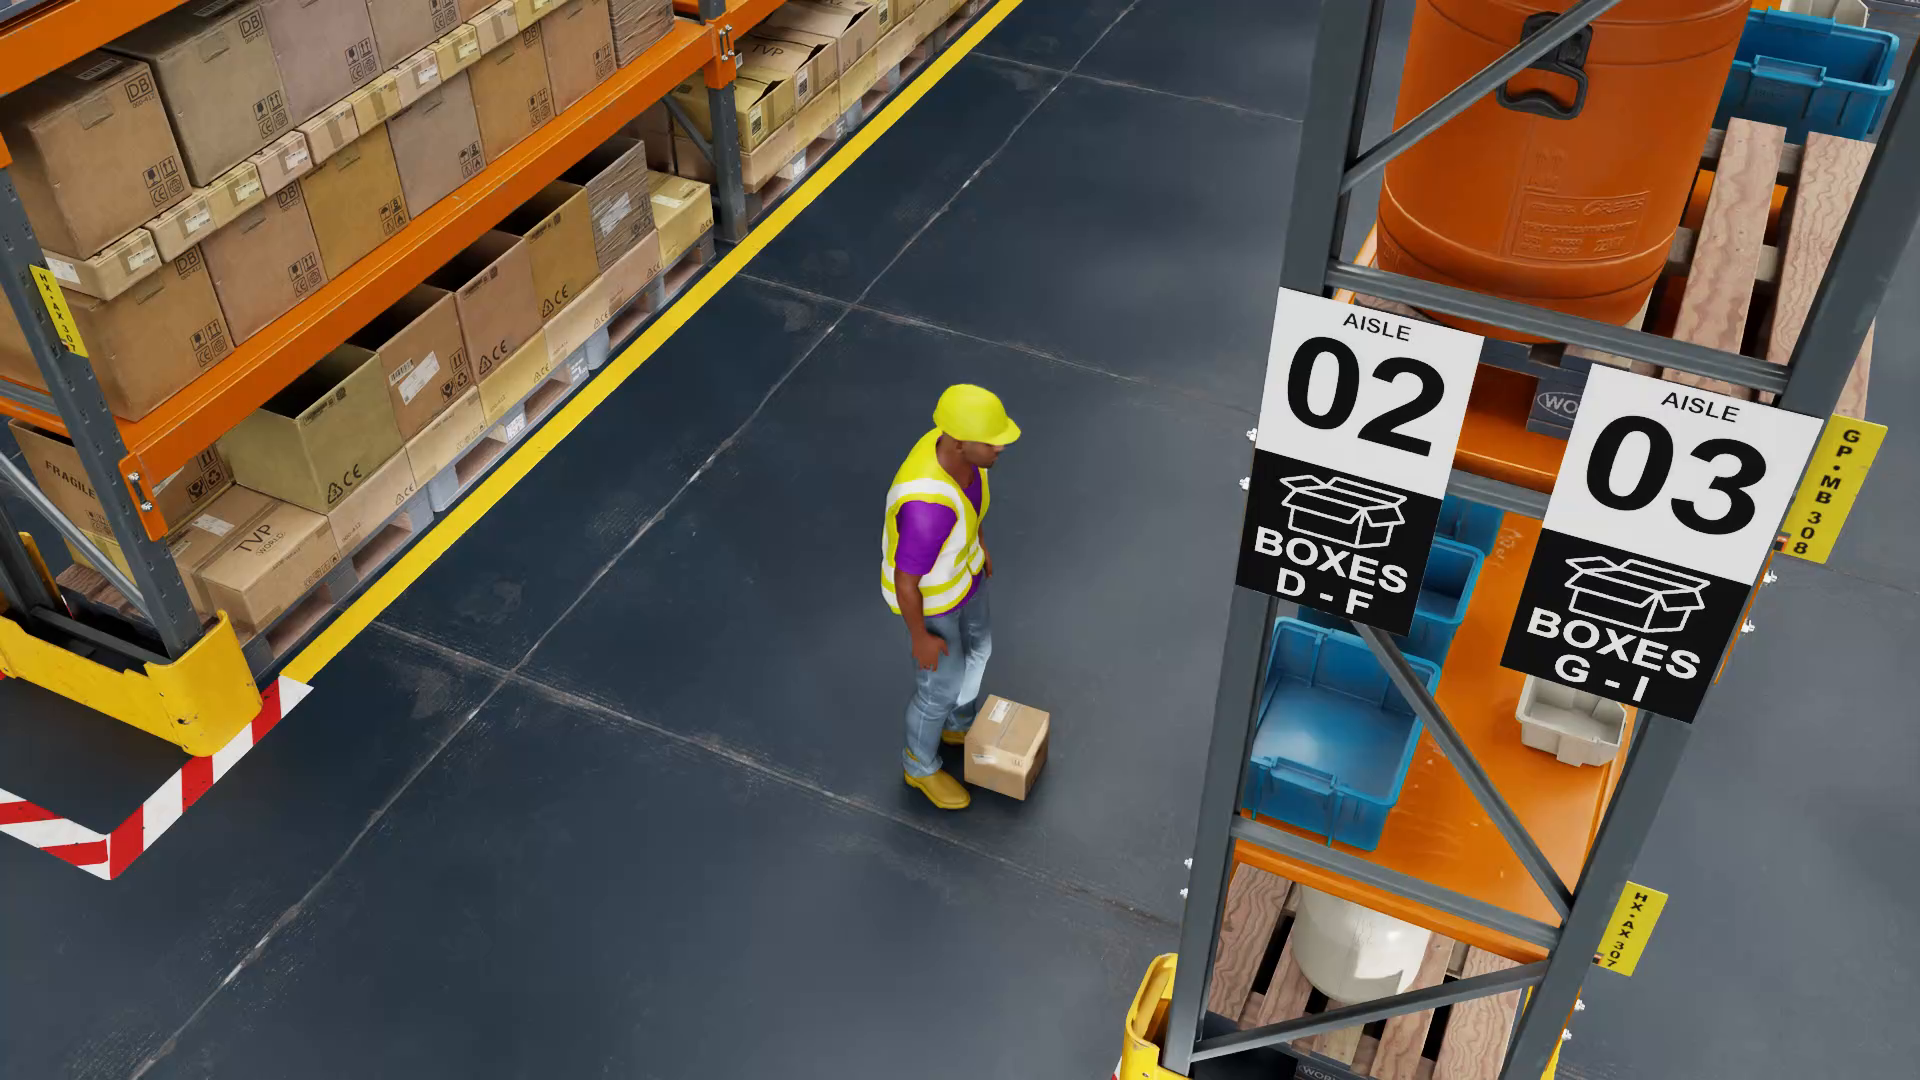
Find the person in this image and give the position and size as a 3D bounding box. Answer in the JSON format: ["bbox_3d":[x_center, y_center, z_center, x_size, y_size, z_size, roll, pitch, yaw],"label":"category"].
[{"bbox_3d":[-0.030,0.178,5.946,0.459,1.761,0.627,17,45,18],"label":"person"}]
